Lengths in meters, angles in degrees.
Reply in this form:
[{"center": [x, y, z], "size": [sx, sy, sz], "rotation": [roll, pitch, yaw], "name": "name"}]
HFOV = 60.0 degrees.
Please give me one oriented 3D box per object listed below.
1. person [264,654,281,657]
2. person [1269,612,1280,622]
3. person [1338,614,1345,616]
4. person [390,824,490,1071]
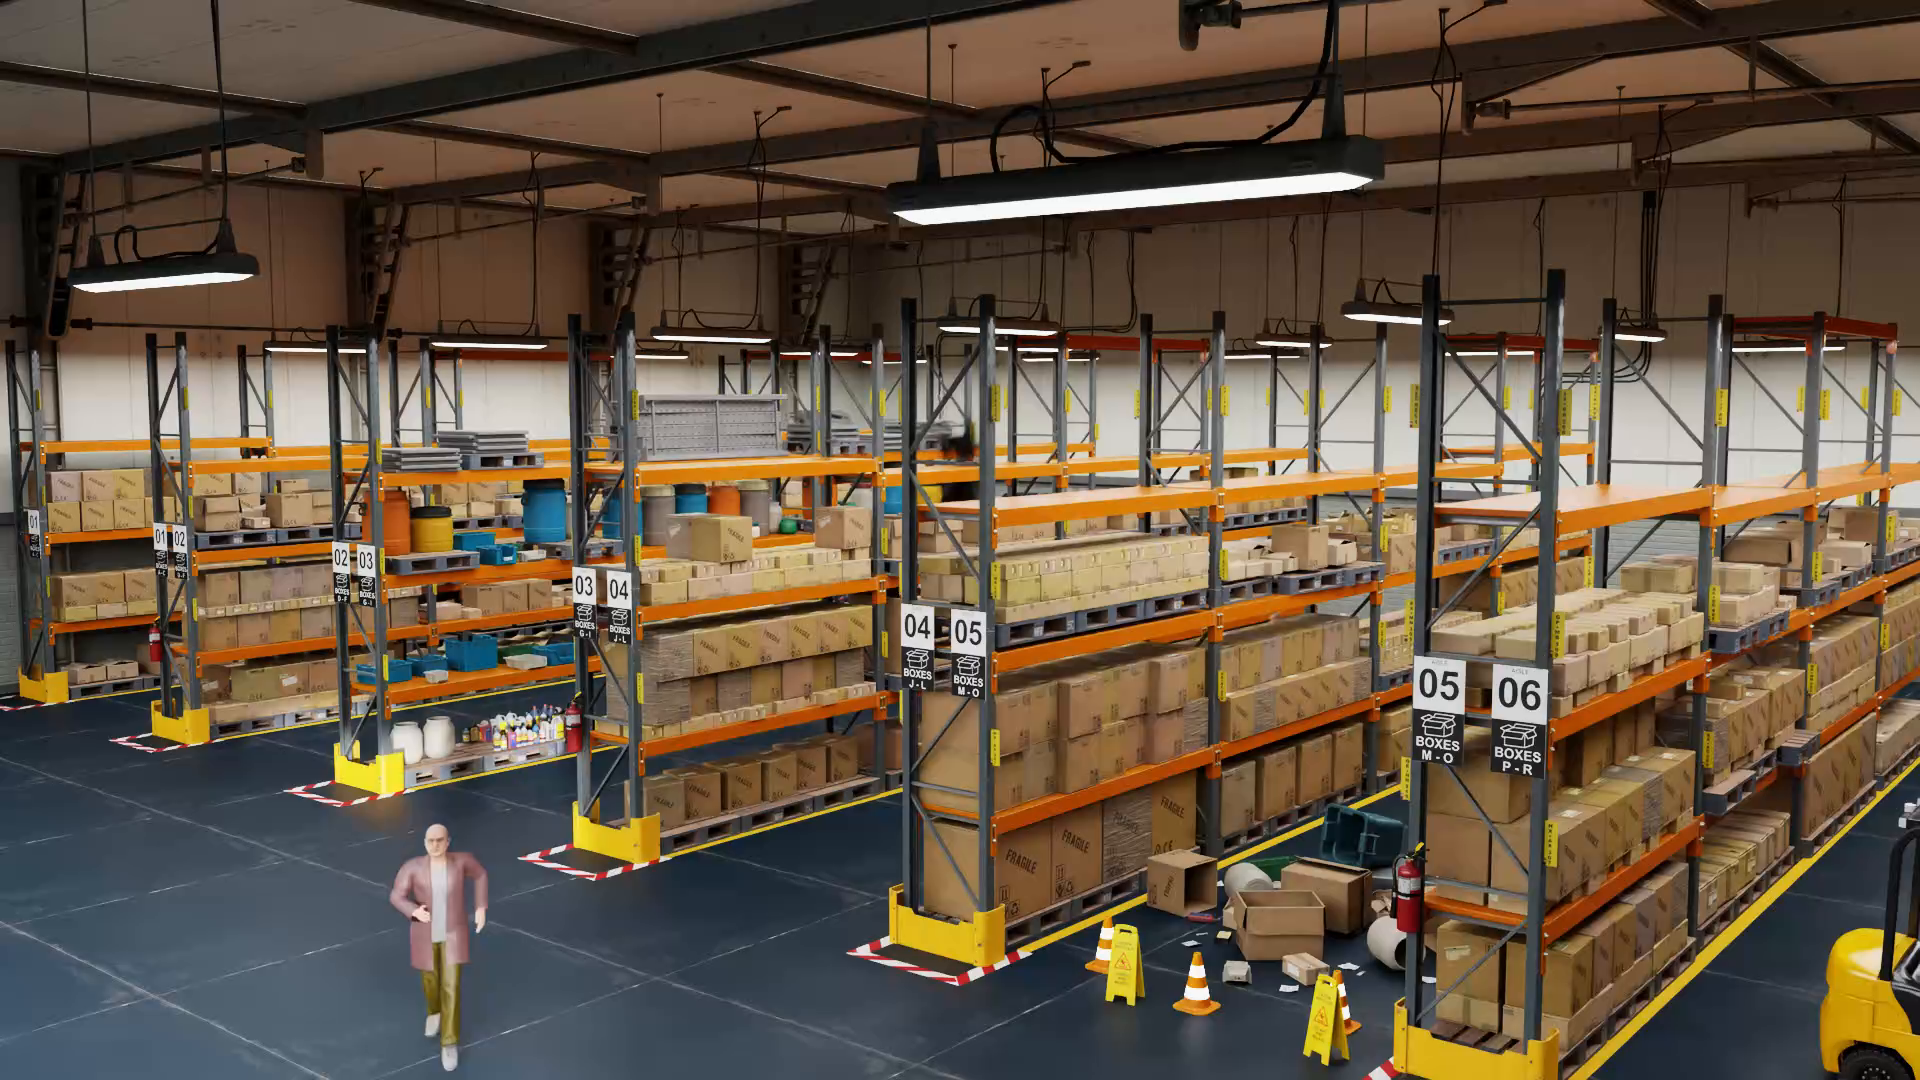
[{"center": [-11.340, 1.924, 27.517], "size": [0.538, 1.557, 0.549], "rotation": [3, 6, 31], "name": "person"}, {"center": [5.086, 1.952, 26.875], "size": [0.594, 1.601, 0.516], "rotation": [4, 7, 41], "name": "person"}, {"center": [5.784, 1.999, 25.506], "size": [0.651, 1.738, 0.583], "rotation": [4, 6, 36], "name": "person"}, {"center": [-4.053, 3.132, 12.985], "size": [0.737, 1.783, 0.879], "rotation": [-1, 5, -13], "name": "person"}]
